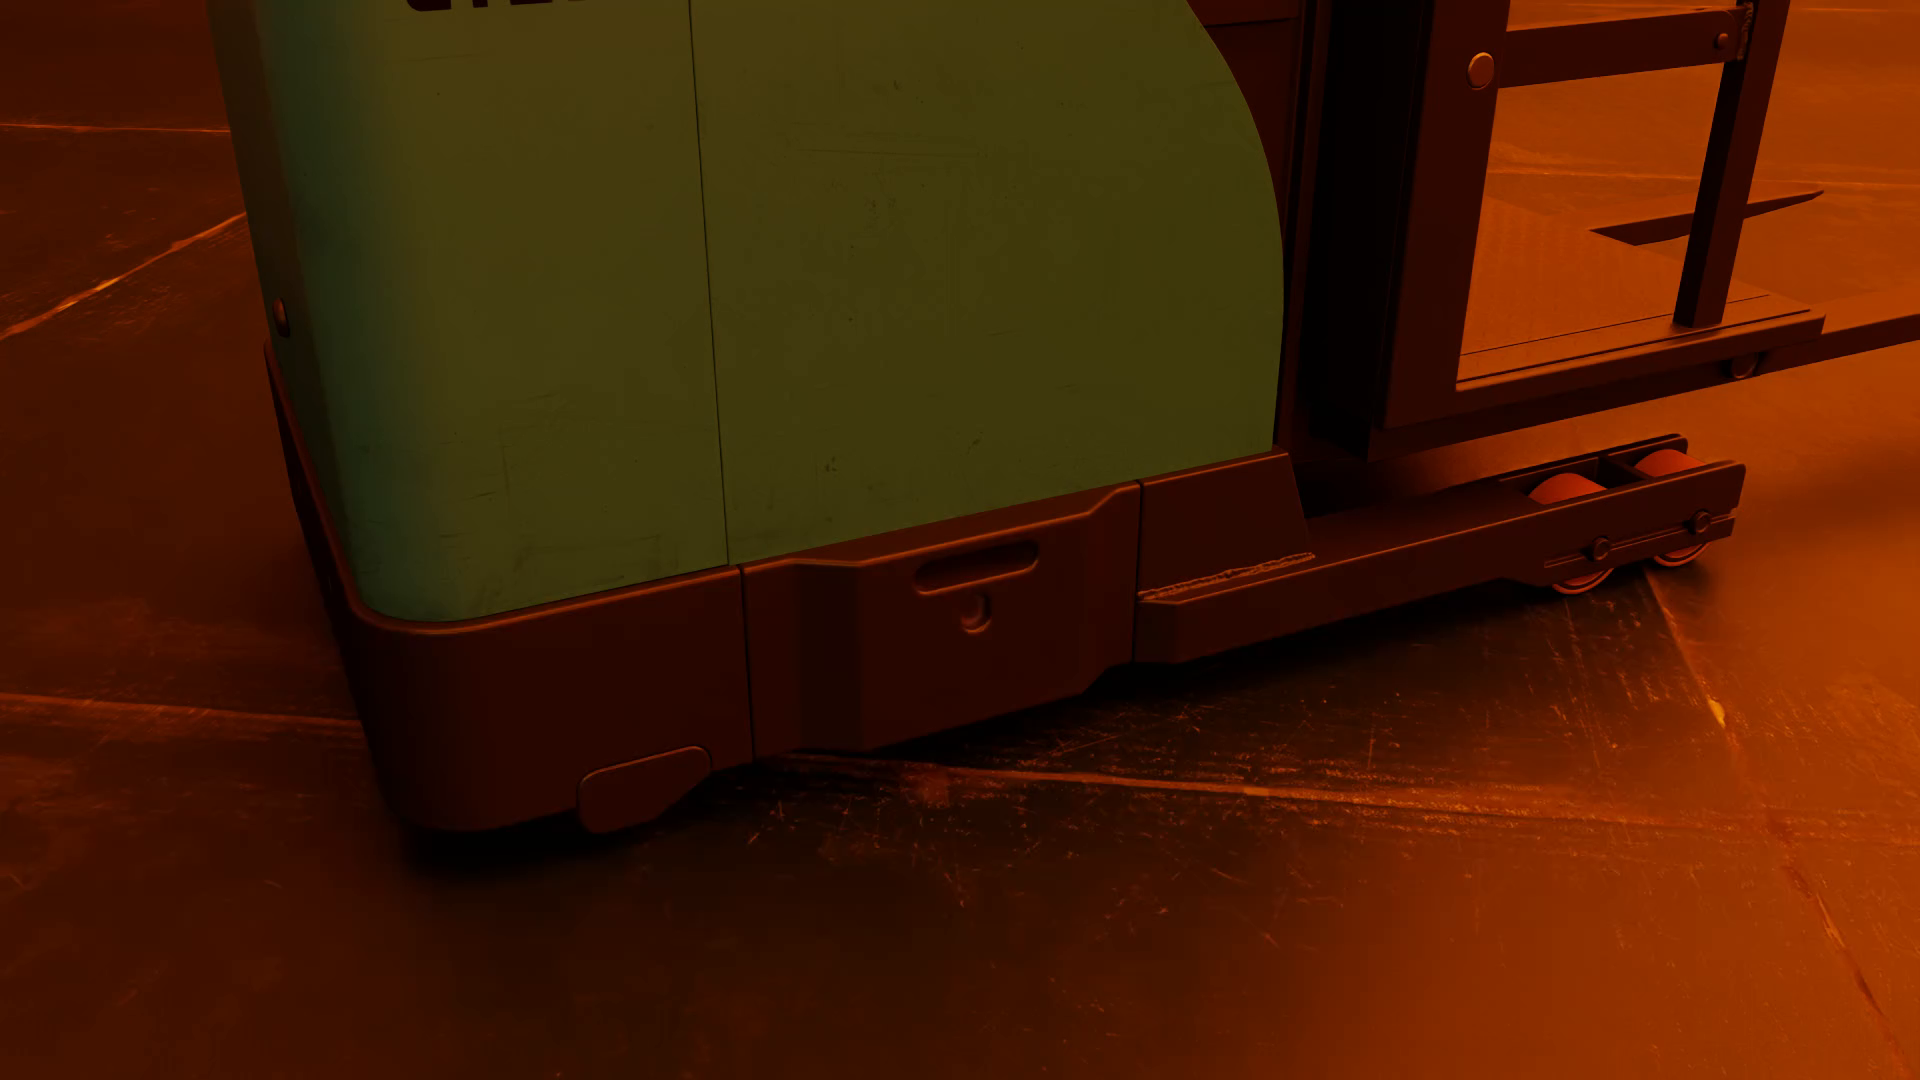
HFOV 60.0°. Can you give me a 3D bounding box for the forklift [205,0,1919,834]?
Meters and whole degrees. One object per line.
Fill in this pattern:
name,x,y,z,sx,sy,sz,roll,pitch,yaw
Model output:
forklift,0.561,-1.434,2.091,3.031,2.935,1.130,-12,29,-23
